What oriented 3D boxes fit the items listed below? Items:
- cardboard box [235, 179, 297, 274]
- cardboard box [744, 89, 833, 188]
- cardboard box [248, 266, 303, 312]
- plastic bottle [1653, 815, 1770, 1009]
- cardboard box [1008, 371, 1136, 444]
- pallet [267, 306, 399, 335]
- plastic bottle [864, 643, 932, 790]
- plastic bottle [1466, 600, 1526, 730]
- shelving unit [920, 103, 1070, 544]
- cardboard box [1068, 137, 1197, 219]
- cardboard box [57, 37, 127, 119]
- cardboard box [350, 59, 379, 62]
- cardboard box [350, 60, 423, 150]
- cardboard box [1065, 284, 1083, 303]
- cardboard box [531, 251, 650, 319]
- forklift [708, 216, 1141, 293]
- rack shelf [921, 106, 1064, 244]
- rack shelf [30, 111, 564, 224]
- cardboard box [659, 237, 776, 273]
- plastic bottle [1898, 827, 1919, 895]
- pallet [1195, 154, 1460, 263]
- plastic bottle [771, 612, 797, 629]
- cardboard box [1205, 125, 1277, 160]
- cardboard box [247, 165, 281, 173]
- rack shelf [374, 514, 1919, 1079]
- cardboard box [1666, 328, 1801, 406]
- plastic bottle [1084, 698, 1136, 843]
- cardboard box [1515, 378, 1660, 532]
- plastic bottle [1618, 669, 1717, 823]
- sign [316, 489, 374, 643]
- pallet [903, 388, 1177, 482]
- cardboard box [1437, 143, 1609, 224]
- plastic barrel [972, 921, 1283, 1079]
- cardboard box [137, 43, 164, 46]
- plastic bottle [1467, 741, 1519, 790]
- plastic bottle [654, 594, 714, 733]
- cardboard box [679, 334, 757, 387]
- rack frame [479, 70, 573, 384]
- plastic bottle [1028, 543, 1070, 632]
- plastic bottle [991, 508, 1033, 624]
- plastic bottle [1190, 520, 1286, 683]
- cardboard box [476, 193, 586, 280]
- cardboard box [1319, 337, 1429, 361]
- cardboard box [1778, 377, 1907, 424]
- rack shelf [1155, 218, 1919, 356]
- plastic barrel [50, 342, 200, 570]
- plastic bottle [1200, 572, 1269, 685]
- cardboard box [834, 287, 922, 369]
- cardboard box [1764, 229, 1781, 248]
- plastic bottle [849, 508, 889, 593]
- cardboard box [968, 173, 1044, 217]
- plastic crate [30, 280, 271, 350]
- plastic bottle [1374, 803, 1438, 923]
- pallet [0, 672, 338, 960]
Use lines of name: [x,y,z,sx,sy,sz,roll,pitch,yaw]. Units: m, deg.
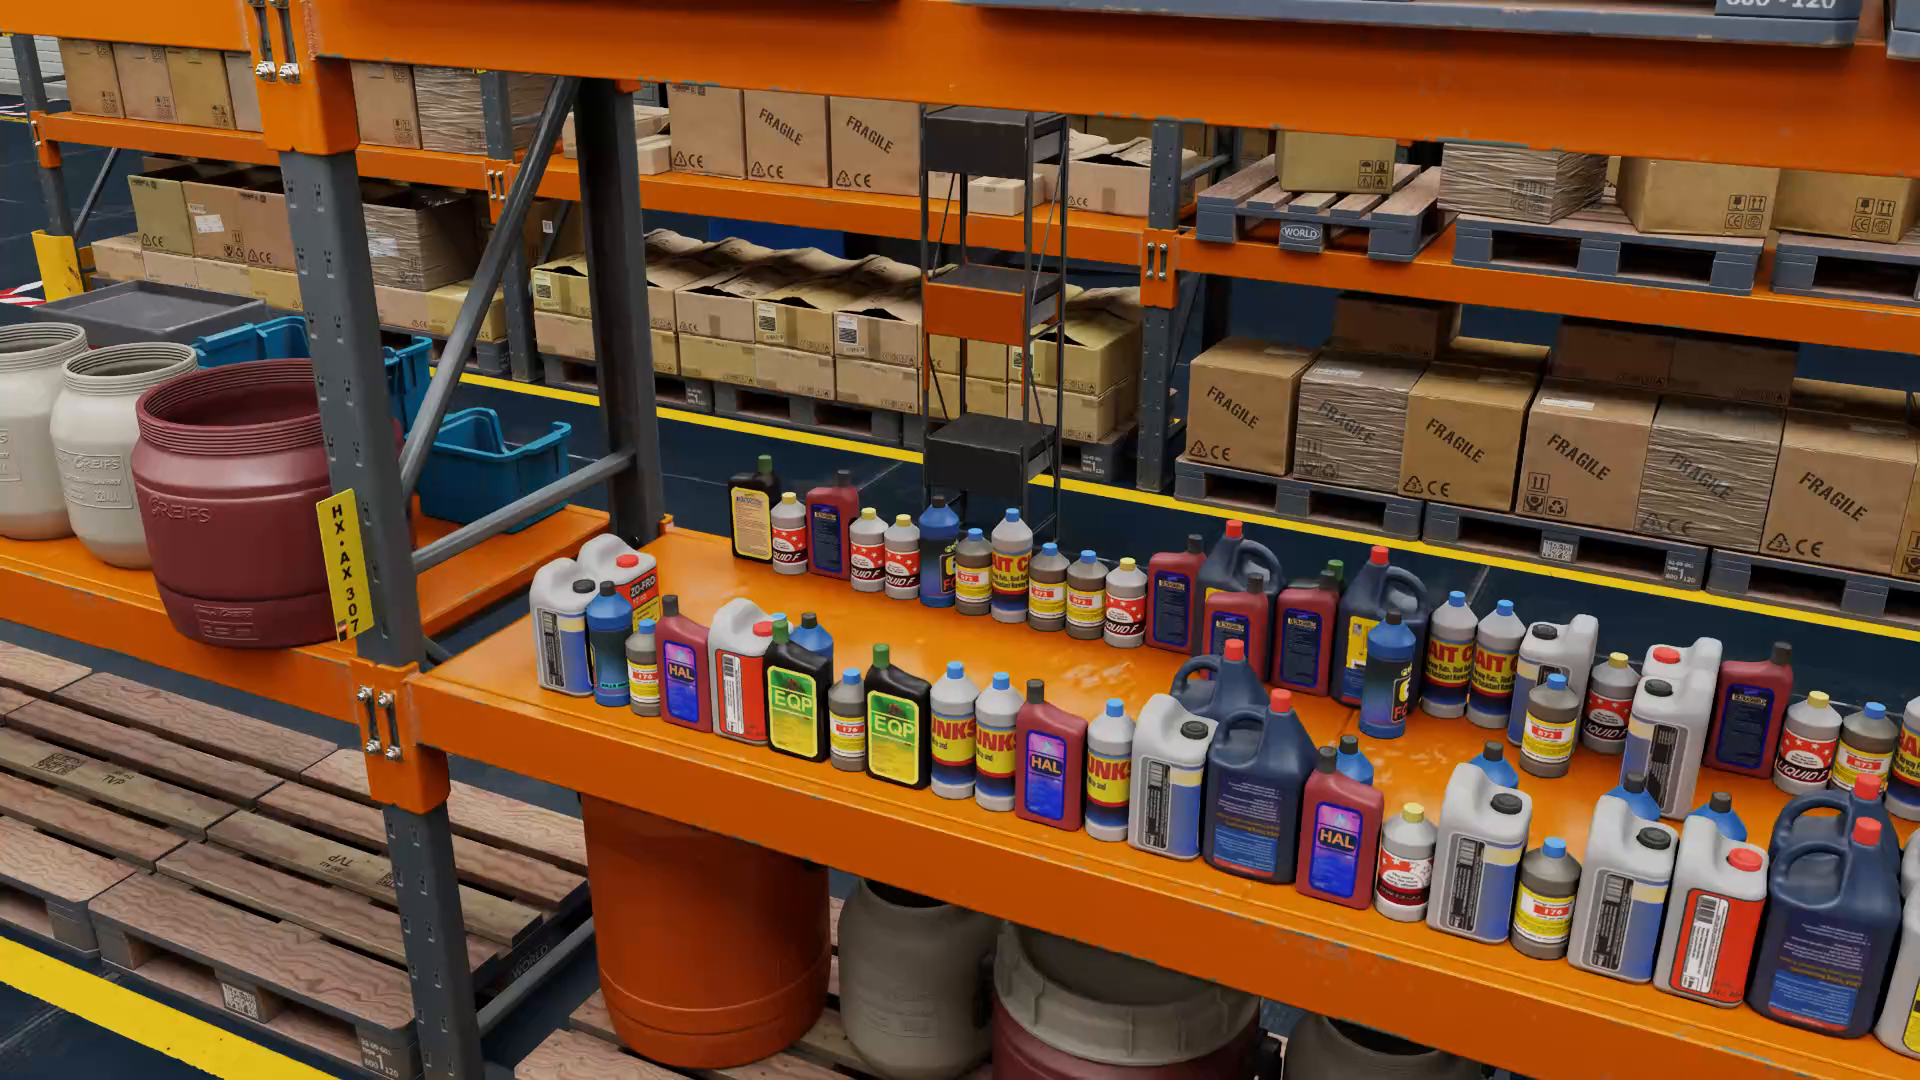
cardboard box: [-4.264,-2.038,10.729,0.500,0.500,0.500,11,25,25]
cardboard box: [-0.815,-2.220,9.011,0.500,0.500,0.500,11,25,25]
cardboard box: [-4.264,-1.694,10.877,0.500,0.250,0.500,11,25,25]
plastic bottle: [1.217,0.592,2.685,0.135,0.276,0.152,11,25,25]
cardboard box: [0.580,-0.727,8.603,0.500,0.250,0.500,12,26,26]
pallet: [-4.194,-1.584,11.205,1.213,0.211,1.003,11,25,25]
plastic bottle: [-0.120,0.343,3.259,0.133,0.283,0.061,11,25,25]
plastic bottle: [1.126,0.255,3.483,0.097,0.271,0.097,0,23,0]
shelving unit: [0.148,-0.937,7.270,0.503,2.100,0.431,11,25,25]
cardboard box: [0.855,-1.829,8.333,0.500,0.311,0.500,13,26,28]
cardboard box: [-5.569,-3.163,11.226,0.500,0.500,0.700,11,25,25]
cardboard box: [-3.439,-2.951,9.899,0.250,0.149,0.380,11,25,24]
cardboard box: [-3.282,-2.710,10.162,0.500,0.500,0.700,11,25,24]
cardboard box: [0.352,-1.262,9.144,0.500,0.311,0.500,11,25,23]
cardboard box: [-2.154,-1.523,9.759,0.500,0.311,0.500,11,26,25]
forklift: [-0.200,-3.068,11.219,3.031,2.935,1.130,7,24,17]
rack shelf: [0.148,-1.569,7.002,0.480,0.518,0.431,11,25,25]
rack shelf: [-4.195,-2.519,10.760,4.000,0.370,1.077,11,25,25]
cardboard box: [-1.452,-1.622,9.992,0.500,0.311,0.500,12,26,26]
plastic bottle: [1.588,0.569,2.642,0.185,0.351,0.144,11,25,25]
pallet: [1.796,-1.607,7.942,1.003,0.211,1.213,11,25,25]
plastic bottle: [-0.386,0.254,3.574,0.097,0.201,0.097,0,23,0]
cardboard box: [2.245,-3.150,12.999,0.500,0.250,0.500,12,26,26]
cardboard box: [-4.468,-2.314,11.378,0.500,0.500,0.500,11,25,25]
rack shelf: [0.706,0.623,3.372,4.000,0.370,1.077,11,25,25]
cardboard box: [3.515,-0.829,7.540,0.500,0.250,0.500,11,26,25]
plastic bottle: [0.284,0.421,3.092,0.097,0.271,0.097,0,23,0]
cardboard box: [2.820,-0.392,7.470,0.500,0.500,0.500,10,25,23]
plastic bottle: [1.355,0.377,3.190,0.135,0.276,0.152,11,25,25]
sign: [-1.320,0.057,3.575,0.005,0.325,0.100,11,25,25]
pallet: [0.443,-0.667,9.048,1.213,0.211,1.003,11,25,25]
cardboard box: [2.503,-1.730,7.321,0.500,0.500,0.700,17,28,34]
plastic barrel: [0.374,1.135,3.794,0.708,0.588,0.600,11,25,25]
cardboard box: [-5.044,-3.268,10.645,0.250,0.149,0.380,11,25,24]
plastic bottle: [0.930,0.482,2.948,0.097,0.271,0.097,0,23,0]
plastic bottle: [-0.565,0.255,3.466,0.133,0.283,0.061,11,25,25]
cardboard box: [-1.243,-1.086,9.448,0.500,0.250,0.500,10,25,23]
rack frame: [-2.410,-2.497,9.789,0.127,3.000,1.000,11,25,25]
plastic bottle: [0.210,0.106,3.923,0.097,0.201,0.097,0,23,0]
plastic bottle: [0.123,0.056,3.949,0.097,0.271,0.097,0,23,0]
plastic bottle: [0.618,0.128,3.679,0.185,0.351,0.144,11,25,25]
cardboard box: [-2.683,-1.962,10.548,0.500,0.500,0.500,11,25,25]
cardboard box: [2.100,-0.760,8.336,0.500,0.500,0.500,12,26,27]
cardboard box: [3.927,-0.398,7.484,0.500,0.500,0.500,12,26,25]
rack shelf: [2.945,-1.107,7.439,4.000,0.370,1.077,11,25,25]
plastic barrel: [-2.093,-0.220,4.292,0.421,0.512,0.421,0,23,0]
plastic bottle: [0.595,0.199,3.598,0.133,0.283,0.061,11,25,25]
cardboard box: [-0.335,-1.163,8.912,0.500,0.311,0.500,11,25,24]
cardboard box: [5.528,-2.245,11.406,0.750,0.750,0.750,12,26,26]
plastic bottle: [-0.224,0.020,4.125,0.097,0.201,0.097,0,23,0]
cardboard box: [0.232,-1.738,8.324,0.250,0.149,0.380,11,25,25]
plastic crate: [-2.383,-0.483,4.972,0.583,0.464,0.402,11,25,25]
plastic bottle: [0.775,0.550,2.877,0.097,0.201,0.097,0,23,0]
pallet: [-2.837,0.855,5.469,1.213,0.211,1.003,11,25,25]
